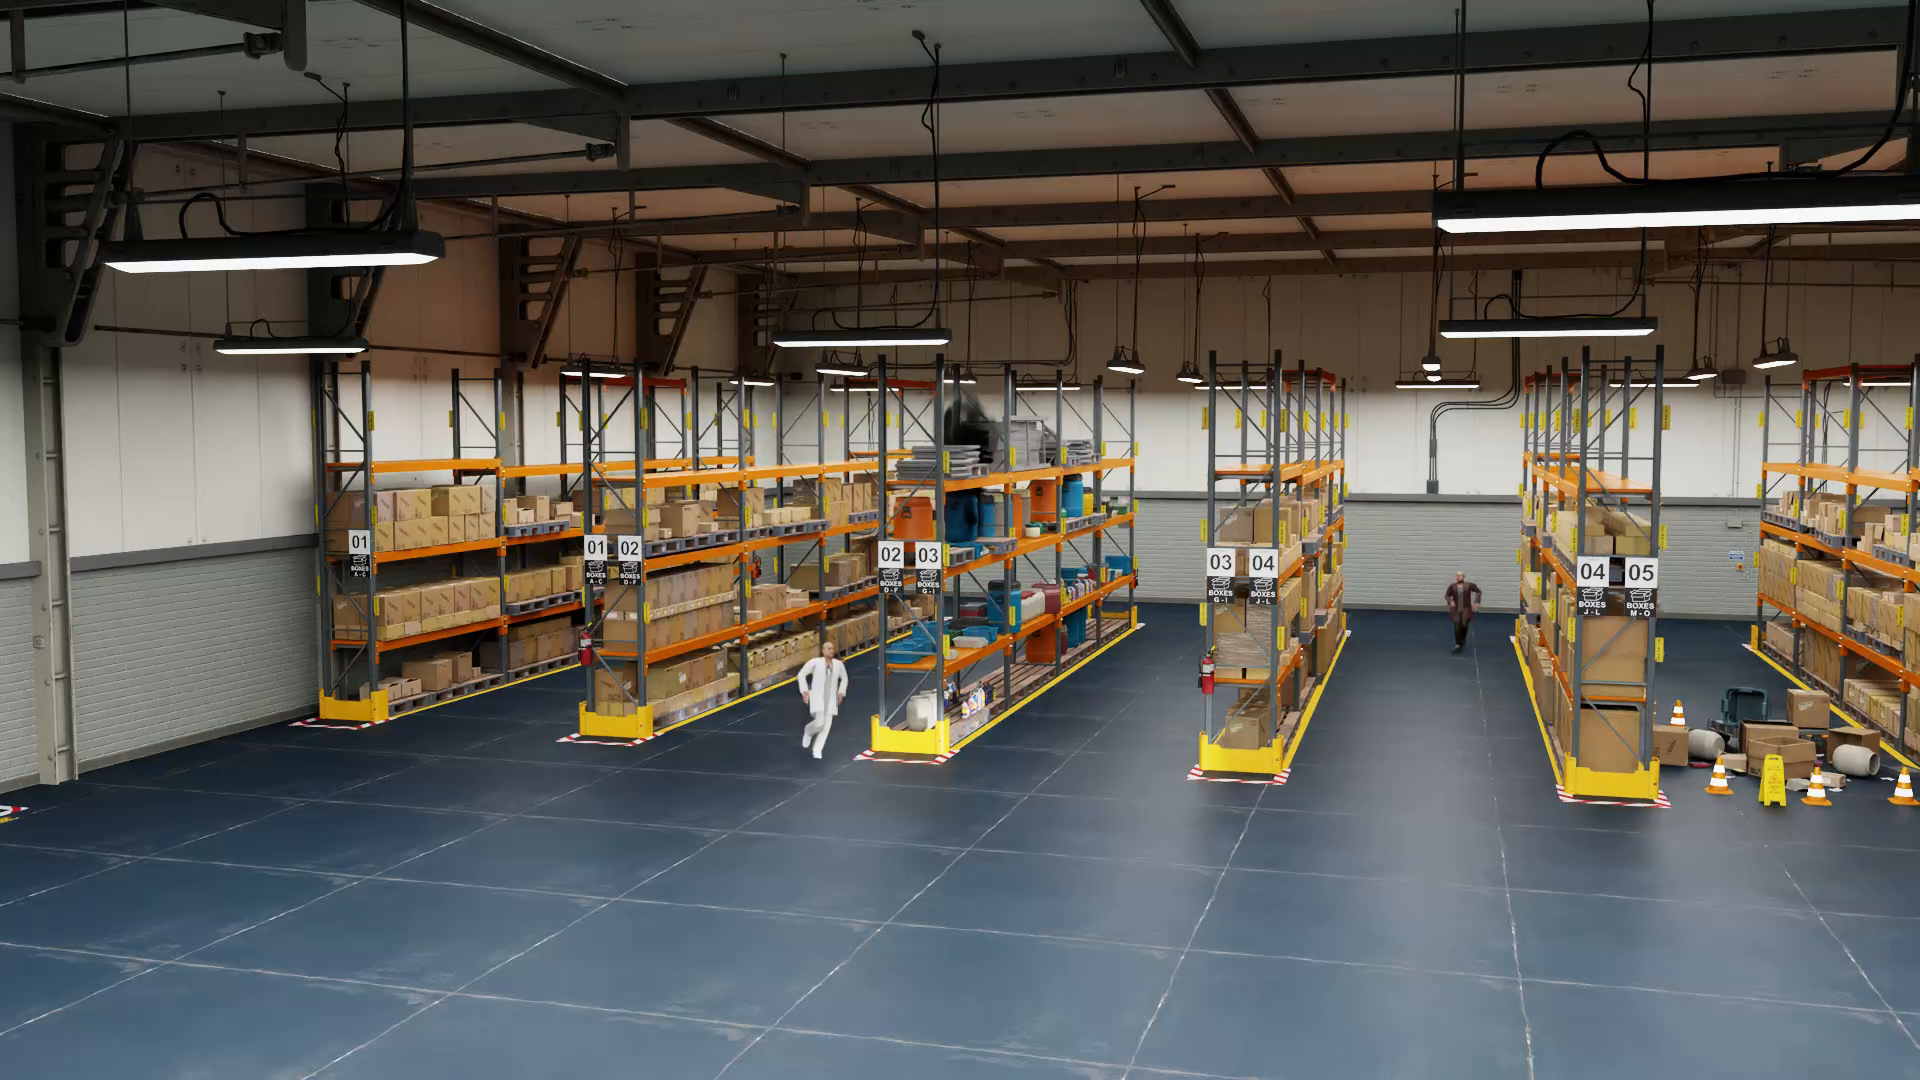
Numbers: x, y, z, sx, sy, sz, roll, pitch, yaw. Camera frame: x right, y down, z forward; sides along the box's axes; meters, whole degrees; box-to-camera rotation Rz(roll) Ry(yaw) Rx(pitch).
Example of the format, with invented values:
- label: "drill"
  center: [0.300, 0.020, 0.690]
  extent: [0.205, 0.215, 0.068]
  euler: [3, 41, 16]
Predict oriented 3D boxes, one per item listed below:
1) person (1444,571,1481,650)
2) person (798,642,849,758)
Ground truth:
- label: "person"
  center: [10.937, 1.547, 36.255]
  extent: [0.742, 1.737, 0.765]
  euler: [2, 5, 27]
- label: "person"
  center: [-2.013, 2.378, 24.856]
  extent: [0.763, 1.699, 0.593]
  euler: [-2, 4, -24]
